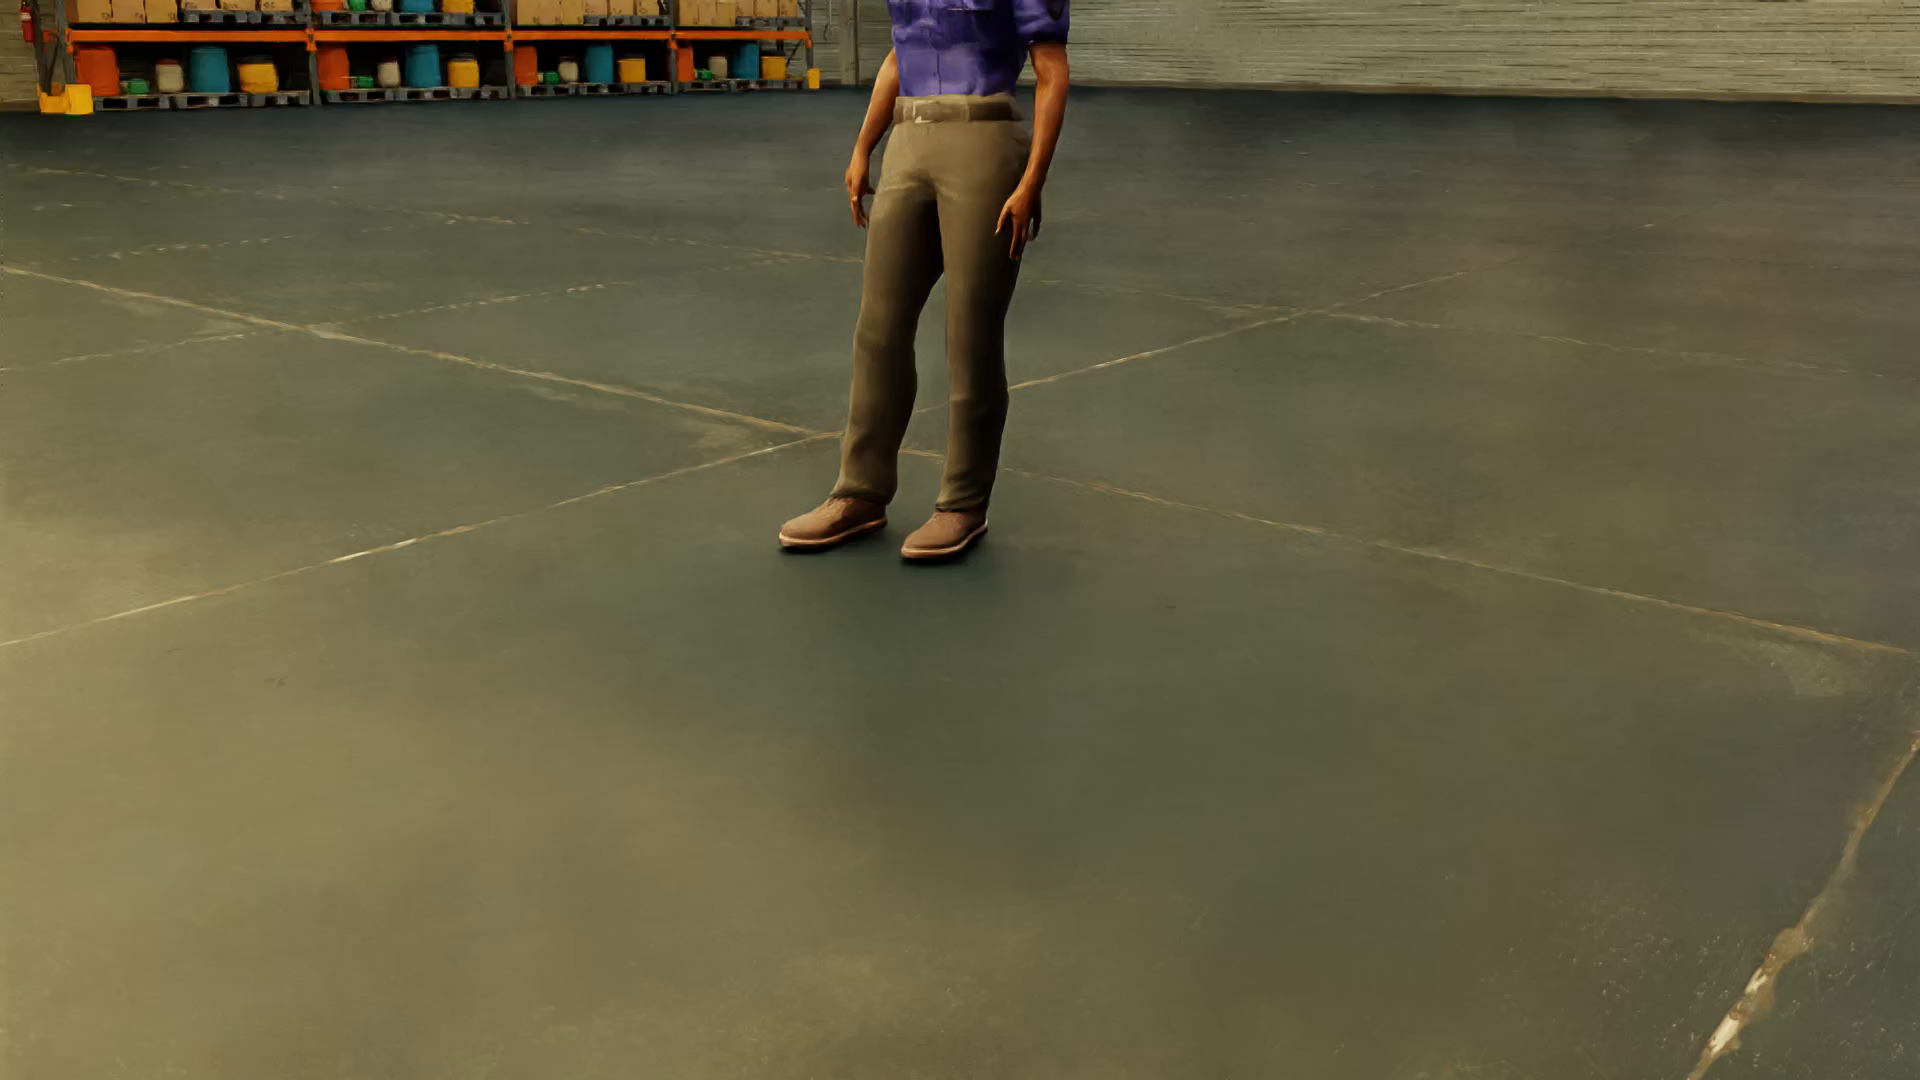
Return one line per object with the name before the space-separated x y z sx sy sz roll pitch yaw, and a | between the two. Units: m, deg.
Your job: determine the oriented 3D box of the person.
person | -0.071 -0.782 3.647 0.570 1.654 0.503 13 21 37
